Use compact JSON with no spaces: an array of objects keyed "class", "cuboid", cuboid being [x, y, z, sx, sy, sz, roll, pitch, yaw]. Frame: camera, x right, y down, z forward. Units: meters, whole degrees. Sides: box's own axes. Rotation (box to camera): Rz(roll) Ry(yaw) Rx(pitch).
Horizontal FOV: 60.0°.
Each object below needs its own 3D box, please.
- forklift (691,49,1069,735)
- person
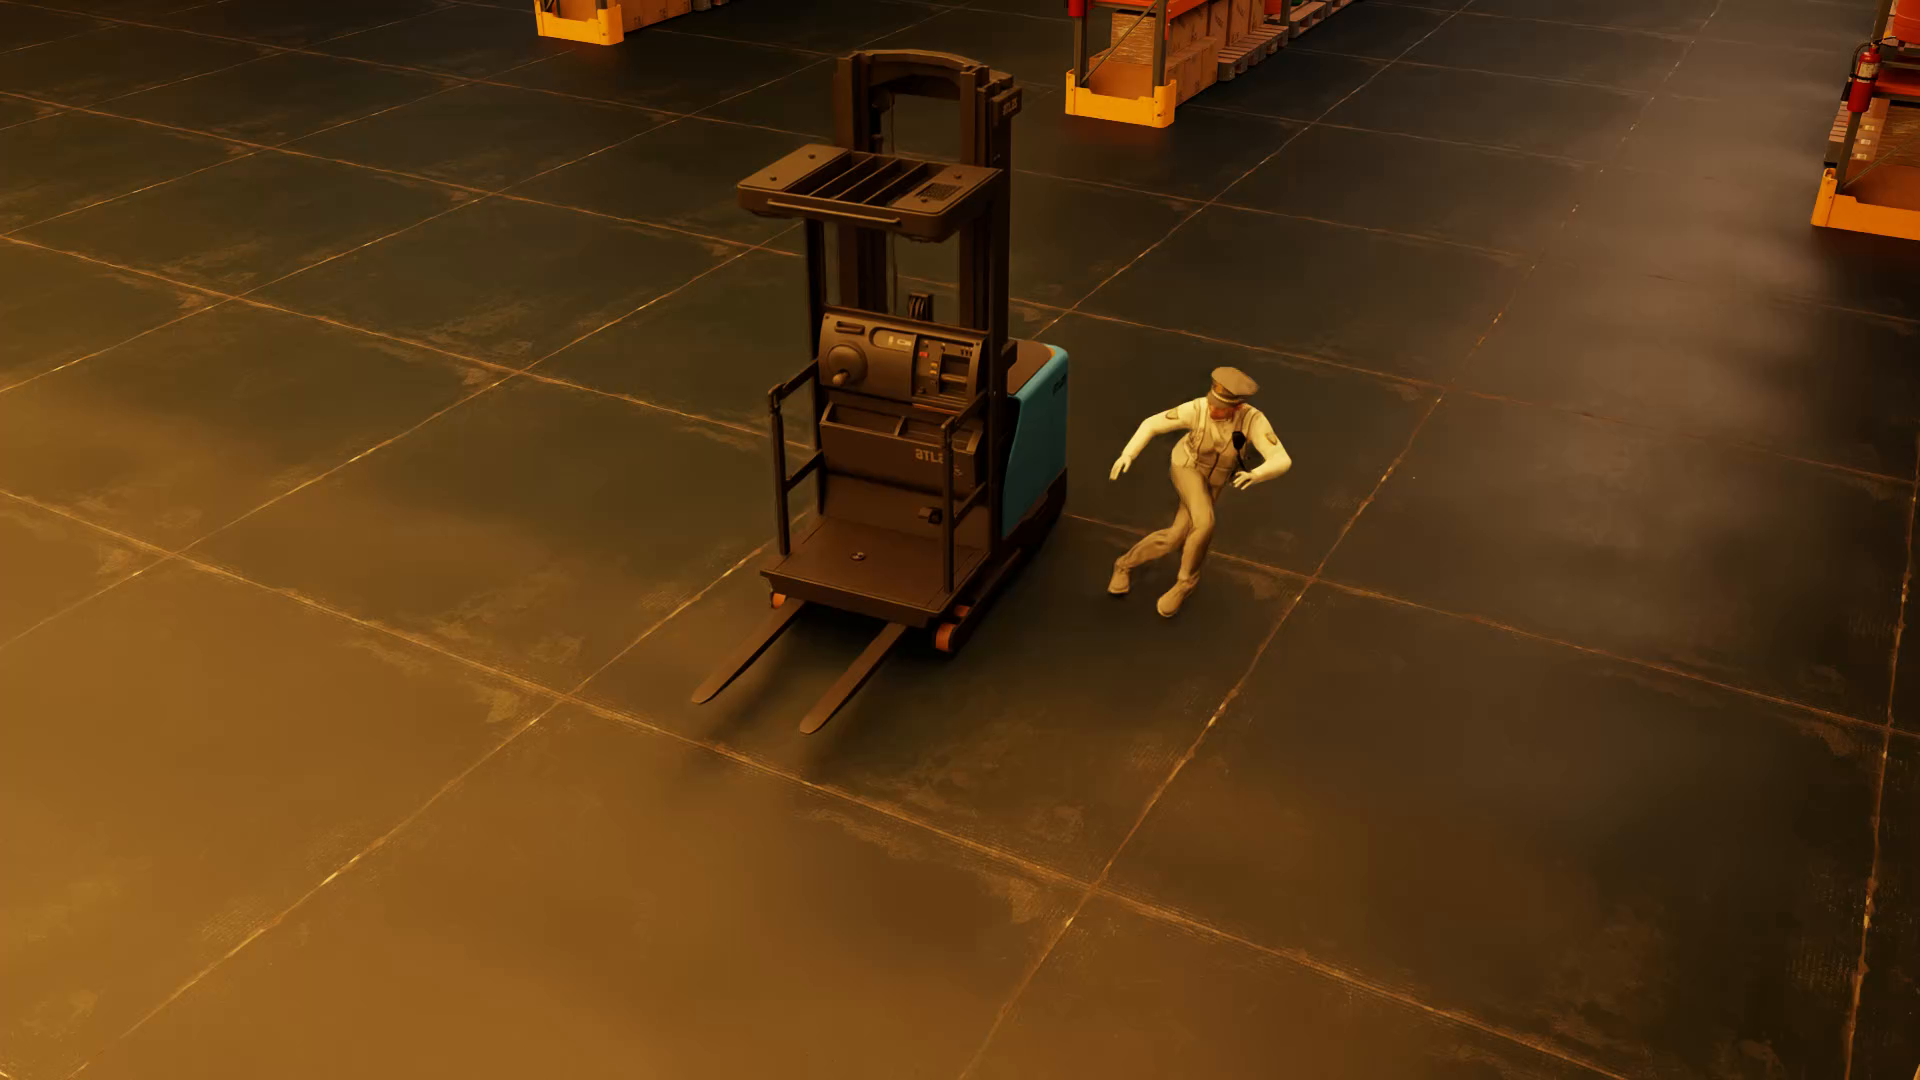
[{"class":"forklift","cuboid":[-0.405,-0.907,8.642,1.130,2.935,3.031,13,32,21]},{"class":"person","cuboid":[1.265,-0.256,8.995,0.916,1.432,0.836,-3,30,-6]}]
